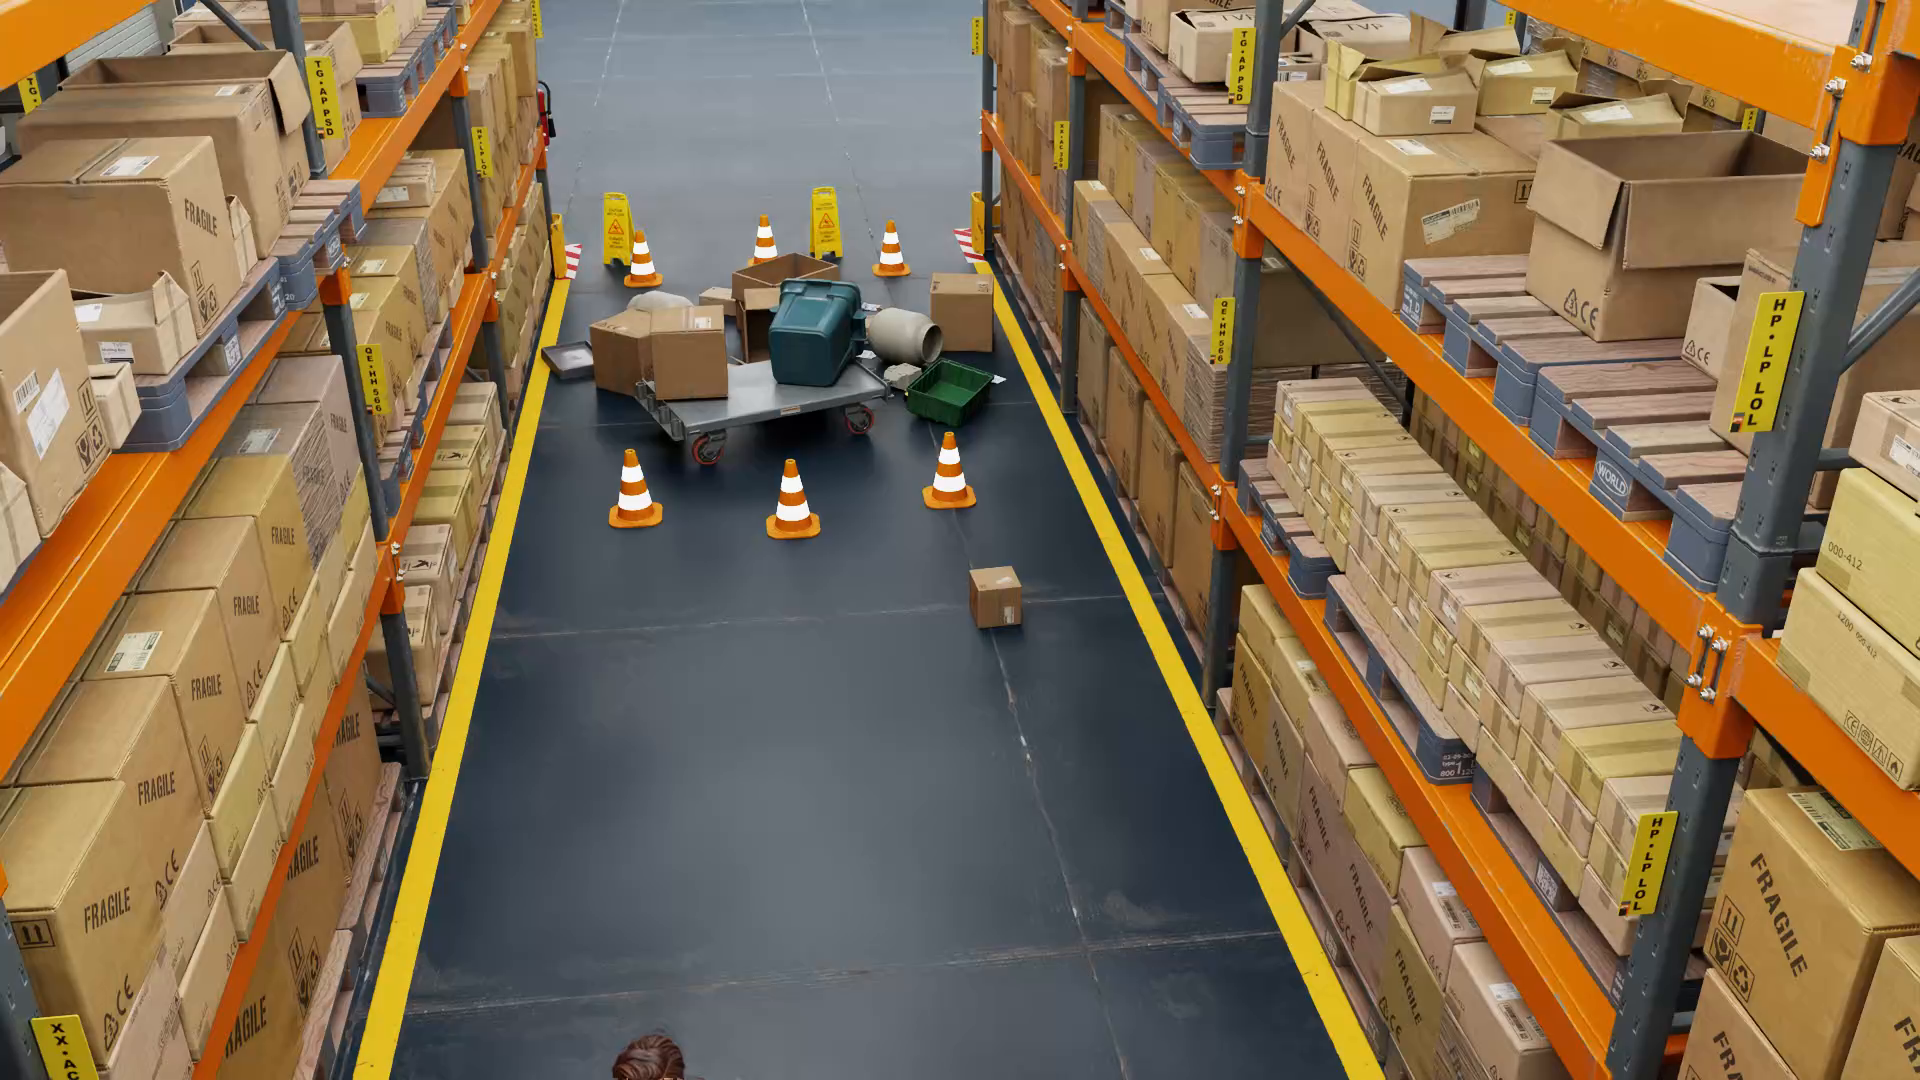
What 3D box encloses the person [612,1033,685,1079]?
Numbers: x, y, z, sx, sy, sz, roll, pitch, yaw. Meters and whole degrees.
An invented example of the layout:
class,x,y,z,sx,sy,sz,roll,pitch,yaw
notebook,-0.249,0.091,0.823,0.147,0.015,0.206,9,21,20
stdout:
class,x,y,z,sx,sy,sz,roll,pitch,yaw
person,-0.815,2.046,4.640,0.436,1.632,0.898,7,28,13
